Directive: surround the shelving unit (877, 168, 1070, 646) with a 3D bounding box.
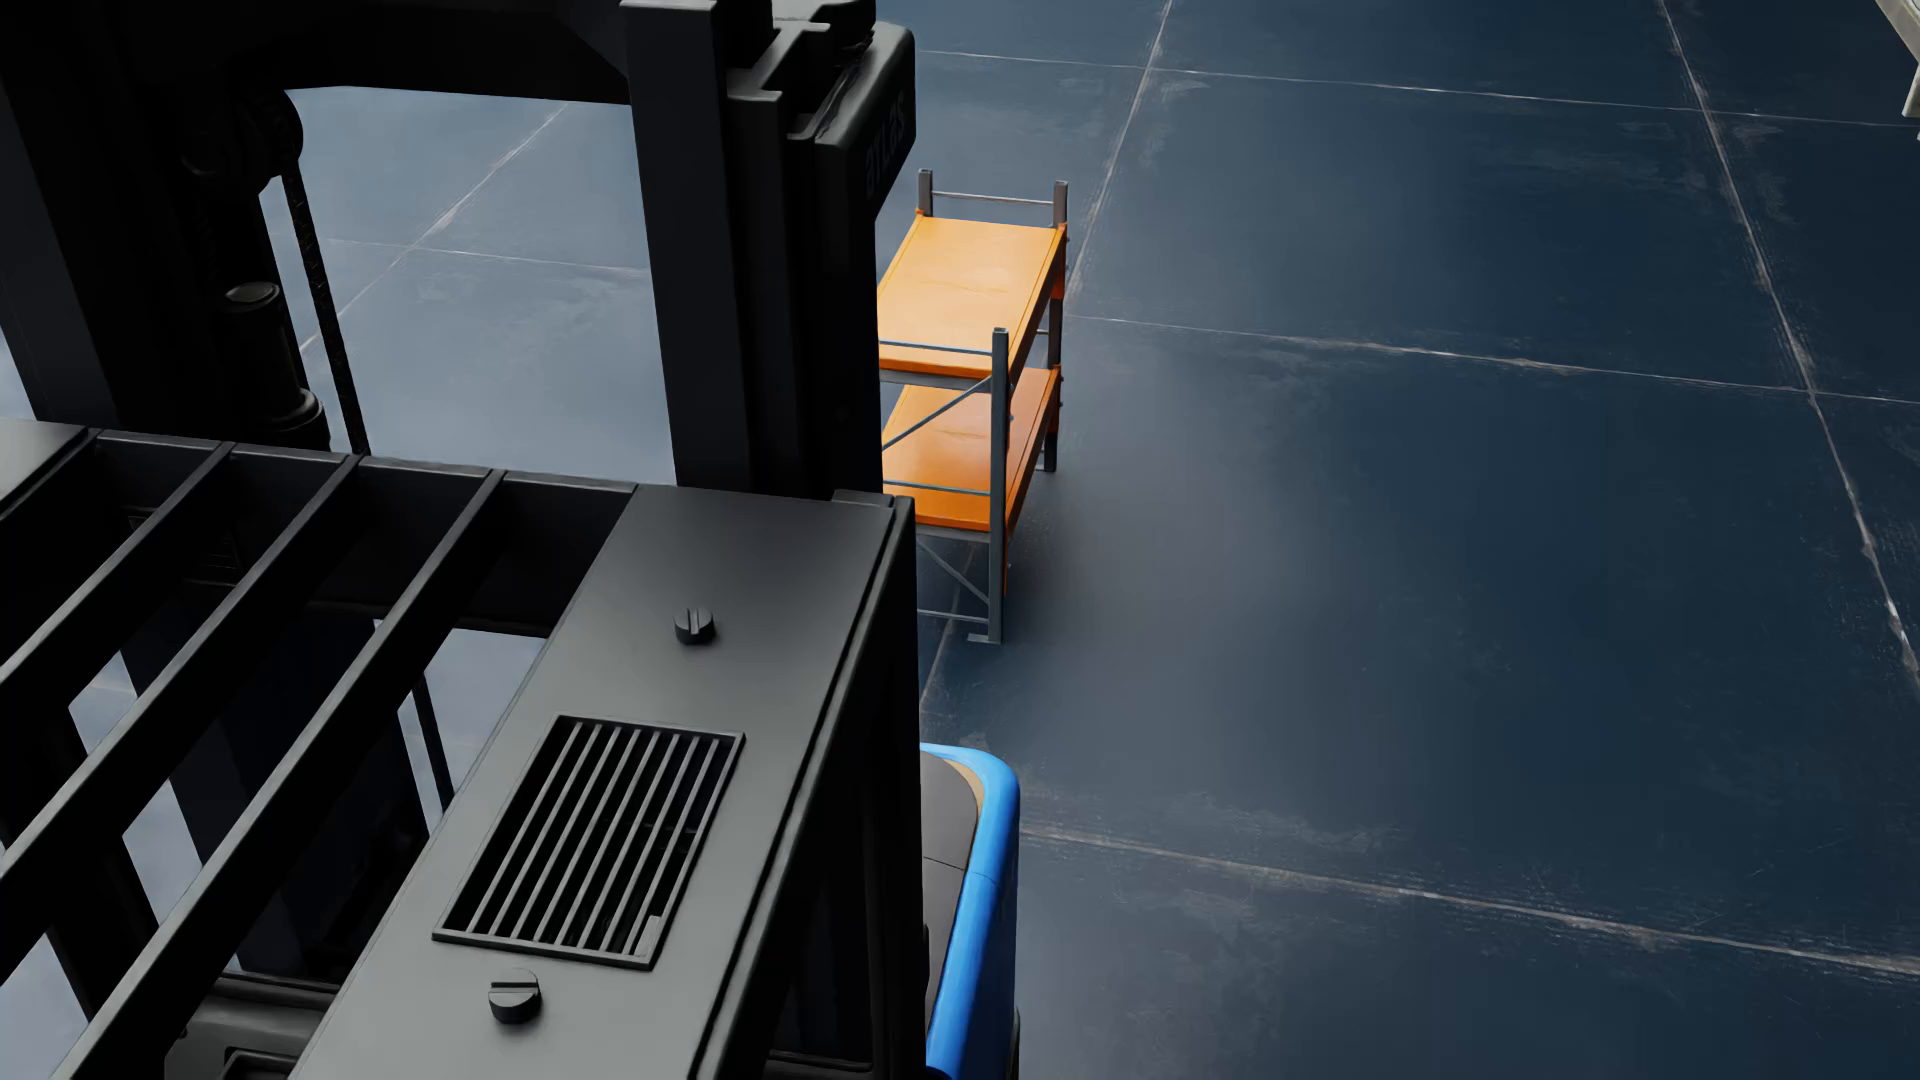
[{"bbox_3d":[-0.001,-0.452,5.415,0.538,1.125,1.048,7,37,10],"label":"shelving unit"}]

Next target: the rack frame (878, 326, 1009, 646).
[{"bbox_3d":[-0.110,-0.160,5.012,0.500,1.125,0.032,7,37,10],"label":"rack frame"}]

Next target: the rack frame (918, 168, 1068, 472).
[{"bbox_3d":[0.107,-0.743,5.817,0.500,1.125,0.032,7,37,10],"label":"rack frame"}]

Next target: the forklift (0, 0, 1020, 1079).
[{"bbox_3d":[-0.628,0.912,1.994,1.130,2.935,3.031,6,36,8],"label":"forklift"}]

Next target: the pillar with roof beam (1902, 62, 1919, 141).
[{"bbox_3d":[0.947,-6.339,6.828,9.100,9.000,0.400,7,37,10],"label":"pillar with roof beam"}]

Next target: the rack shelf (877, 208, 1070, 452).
[{"bbox_3d":[-0.001,-0.689,5.243,0.538,0.278,1.000,7,37,10],"label":"rack shelf"}]

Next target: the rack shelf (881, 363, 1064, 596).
[{"bbox_3d":[-0.001,-0.254,5.558,0.538,0.278,1.000,7,37,10],"label":"rack shelf"}]
